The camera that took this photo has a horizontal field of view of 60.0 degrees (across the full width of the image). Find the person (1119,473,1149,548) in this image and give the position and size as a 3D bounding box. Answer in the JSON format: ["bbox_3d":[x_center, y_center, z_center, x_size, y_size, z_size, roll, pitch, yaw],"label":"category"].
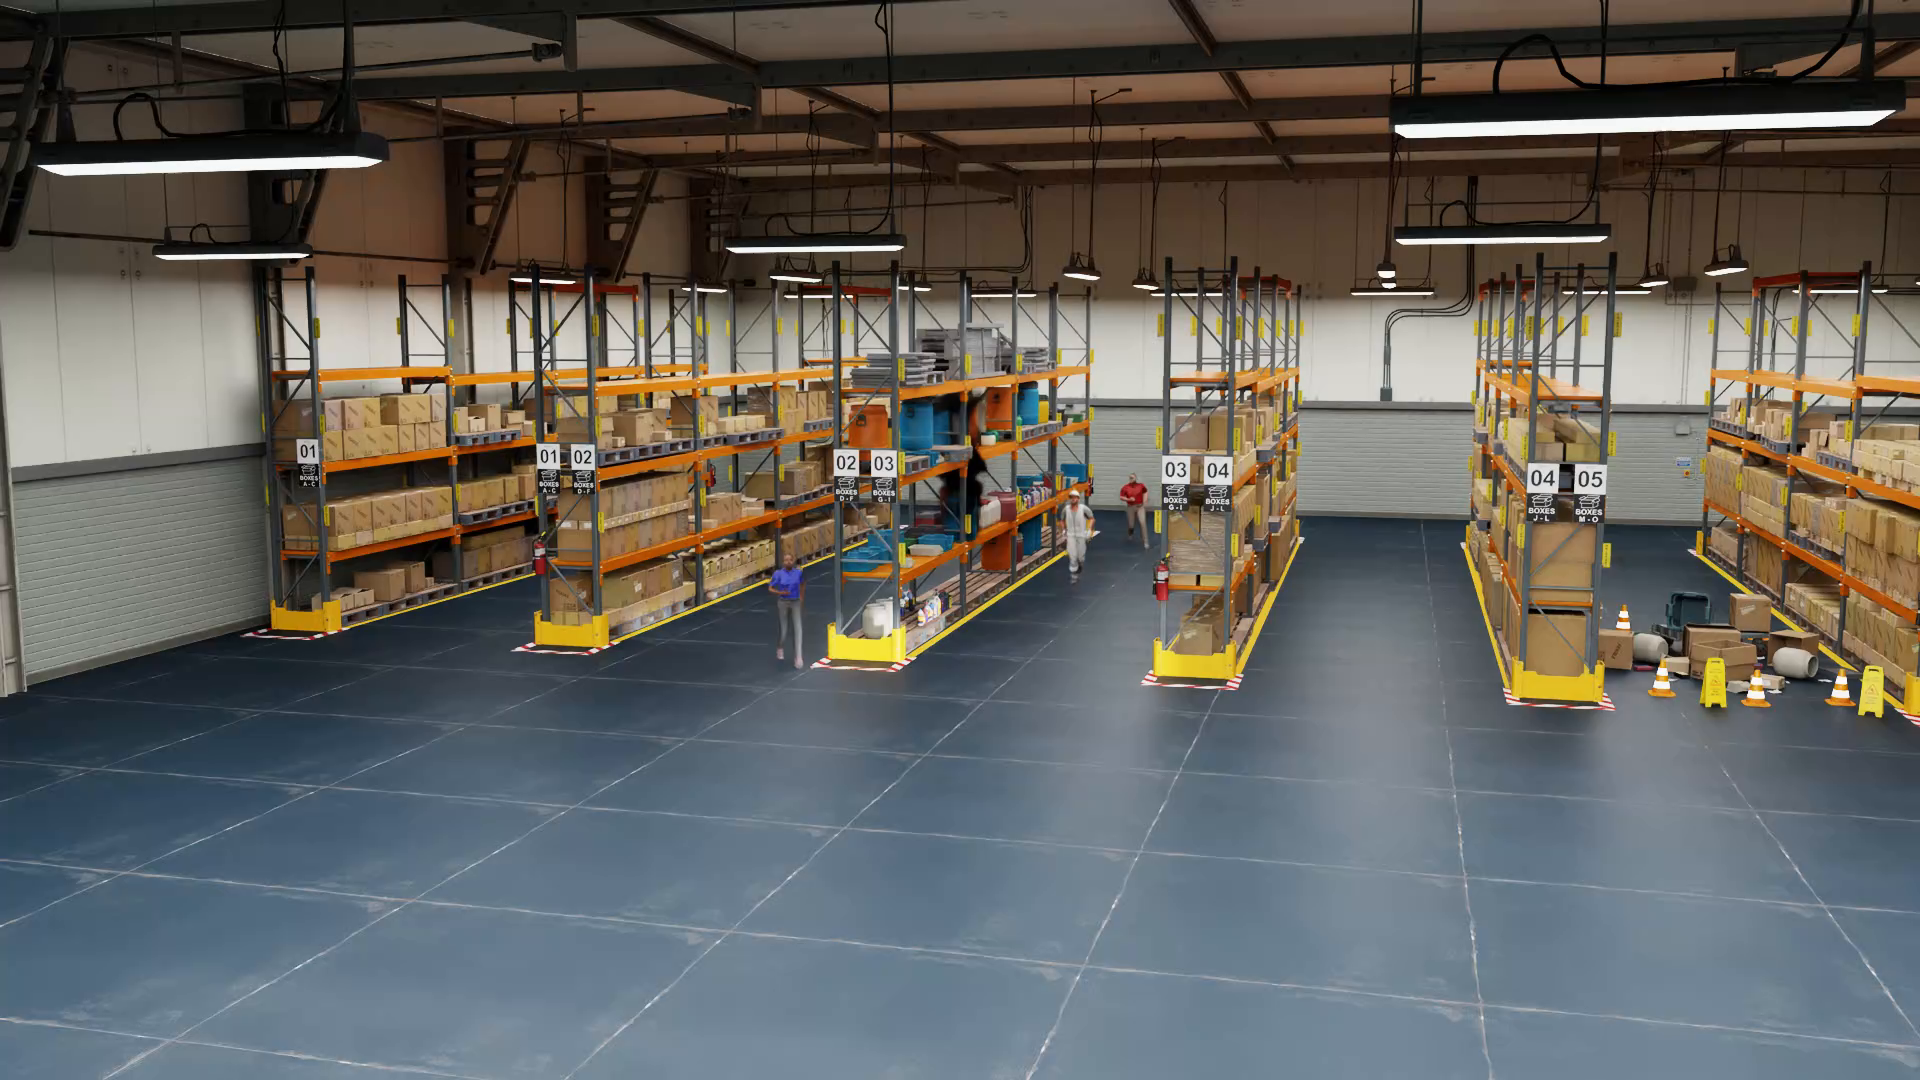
[{"bbox_3d":[4.033,-0.656,38.528,0.689,1.634,0.889,0,7,3],"label":"person"}]

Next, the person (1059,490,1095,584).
[{"bbox_3d":[2.177,-0.065,31.008,0.656,1.746,0.675,2,7,13],"label":"person"}]

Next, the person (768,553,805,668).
[{"bbox_3d":[-2.577,1.032,24.900,0.586,1.699,0.794,-2,8,-16],"label":"person"}]
